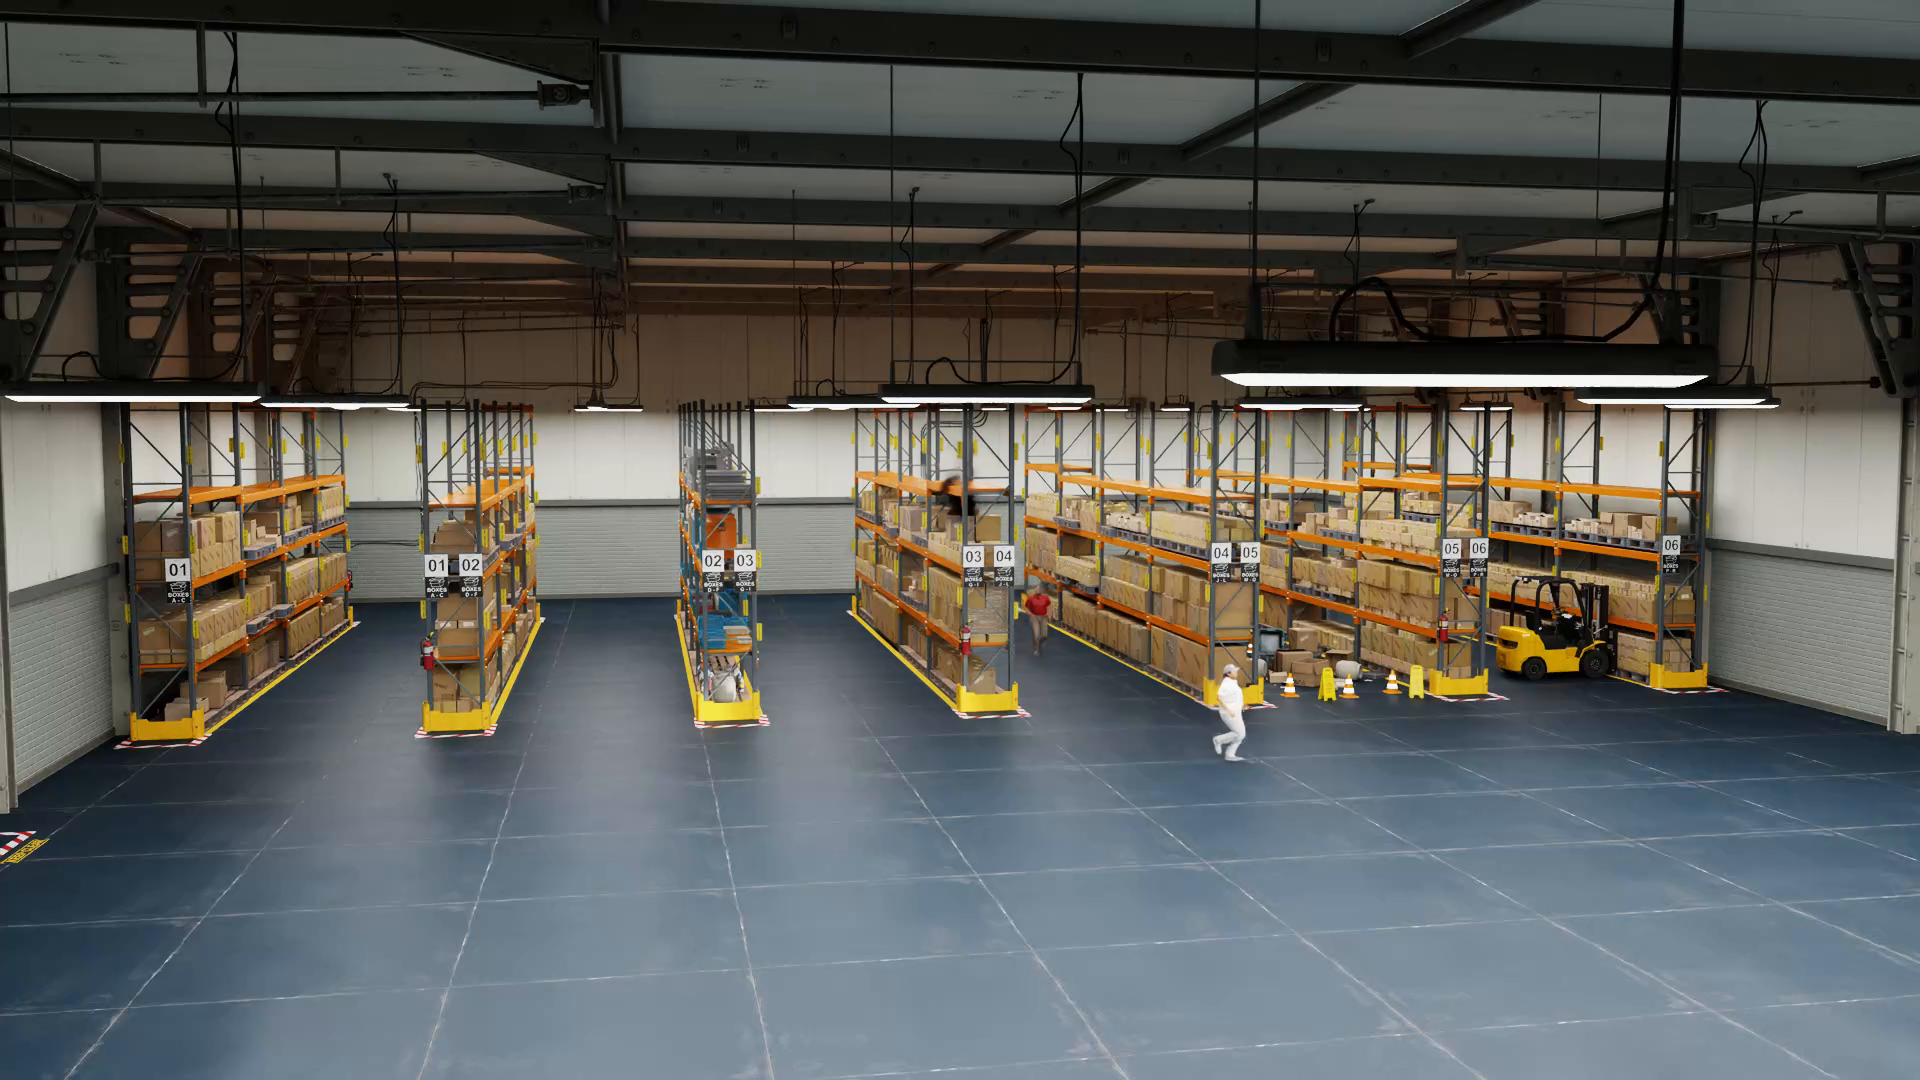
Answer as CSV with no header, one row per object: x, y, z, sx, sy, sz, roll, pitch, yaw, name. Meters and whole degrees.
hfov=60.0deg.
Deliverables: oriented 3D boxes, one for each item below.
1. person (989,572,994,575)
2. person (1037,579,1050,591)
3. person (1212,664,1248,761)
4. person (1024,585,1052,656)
0.851,1.297,47.563,0.676,1.755,0.695,0,4,-4,person
2.562,1.186,49.967,0.588,1.591,0.590,3,5,32,person
4.473,2.857,27.466,0.542,1.599,0.621,2,5,20,person
1.874,1.909,39.496,0.698,1.685,0.594,-1,4,-14,person
